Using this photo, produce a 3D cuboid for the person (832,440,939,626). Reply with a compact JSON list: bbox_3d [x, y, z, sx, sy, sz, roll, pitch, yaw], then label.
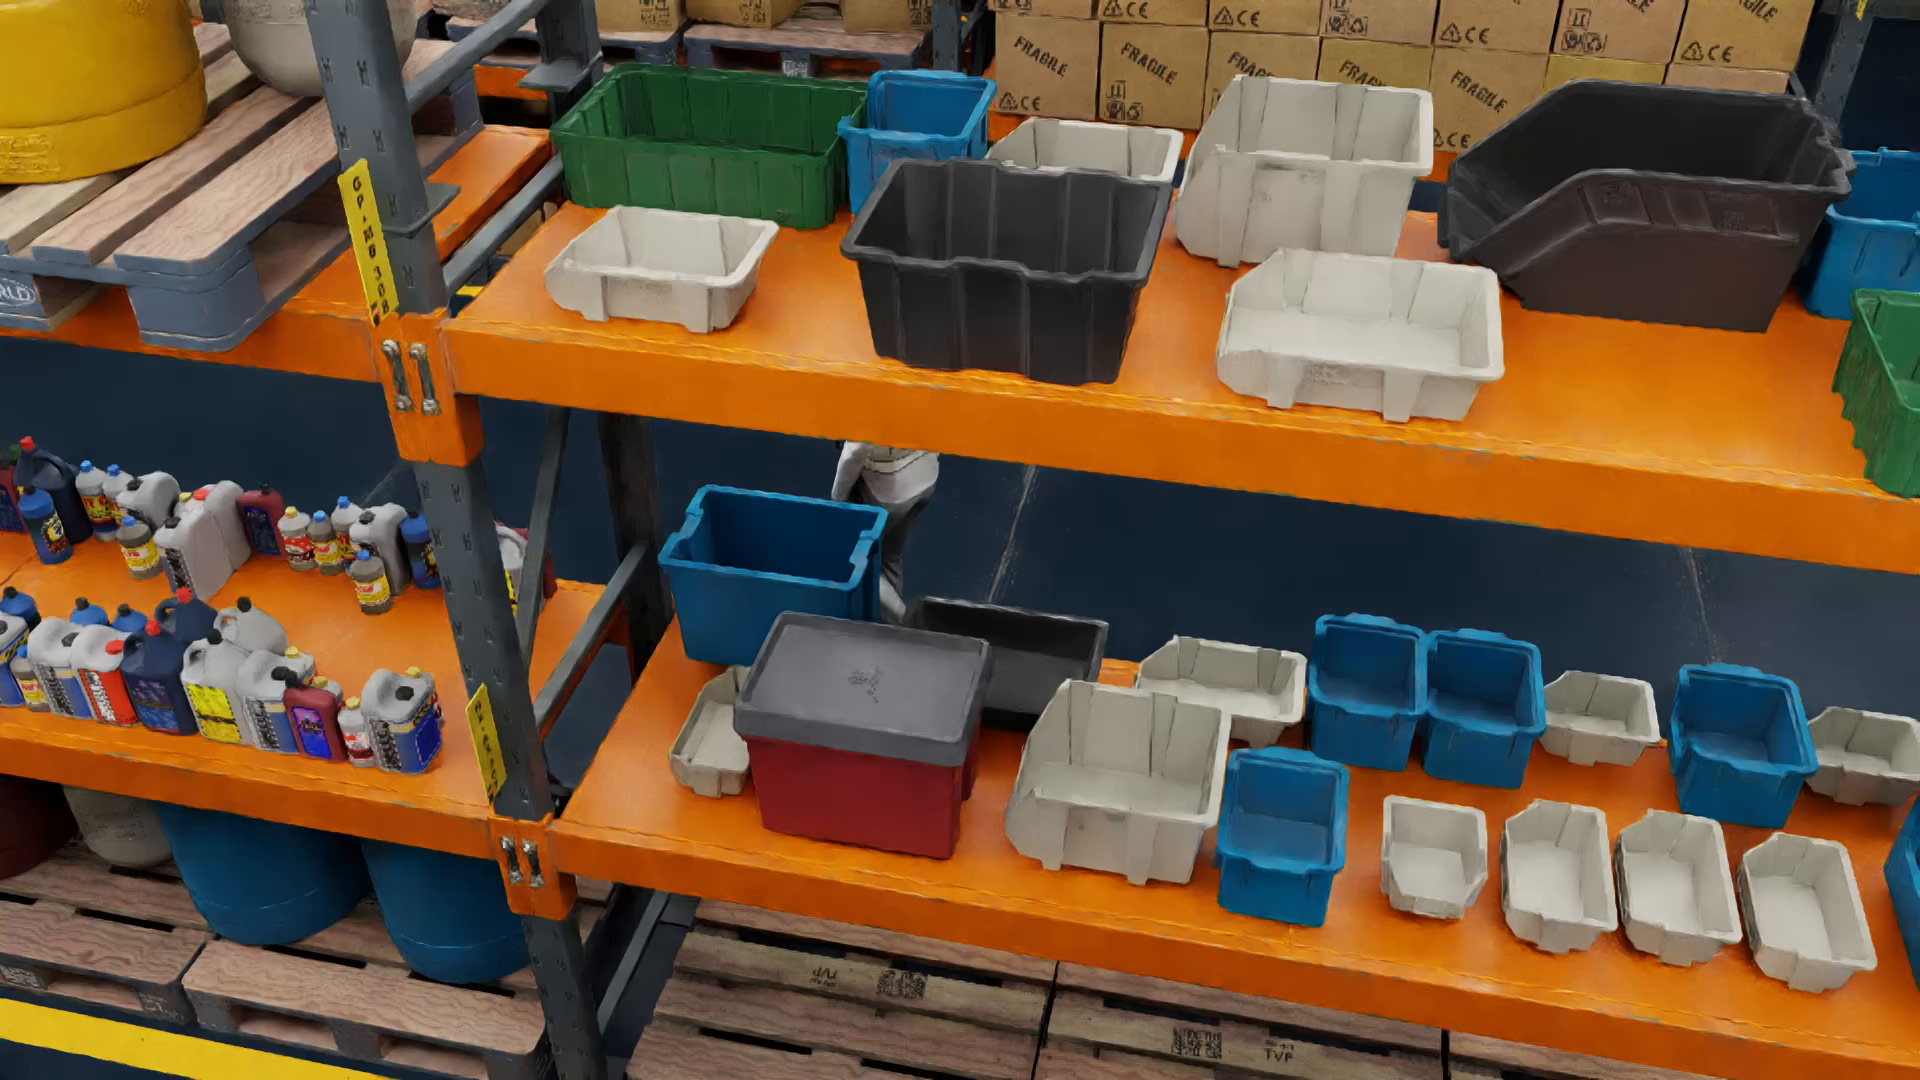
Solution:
[{"bbox_3d":[-0.264,-0.206,6.421,0.615,1.654,0.501,26,44,30],"label":"person"}]
